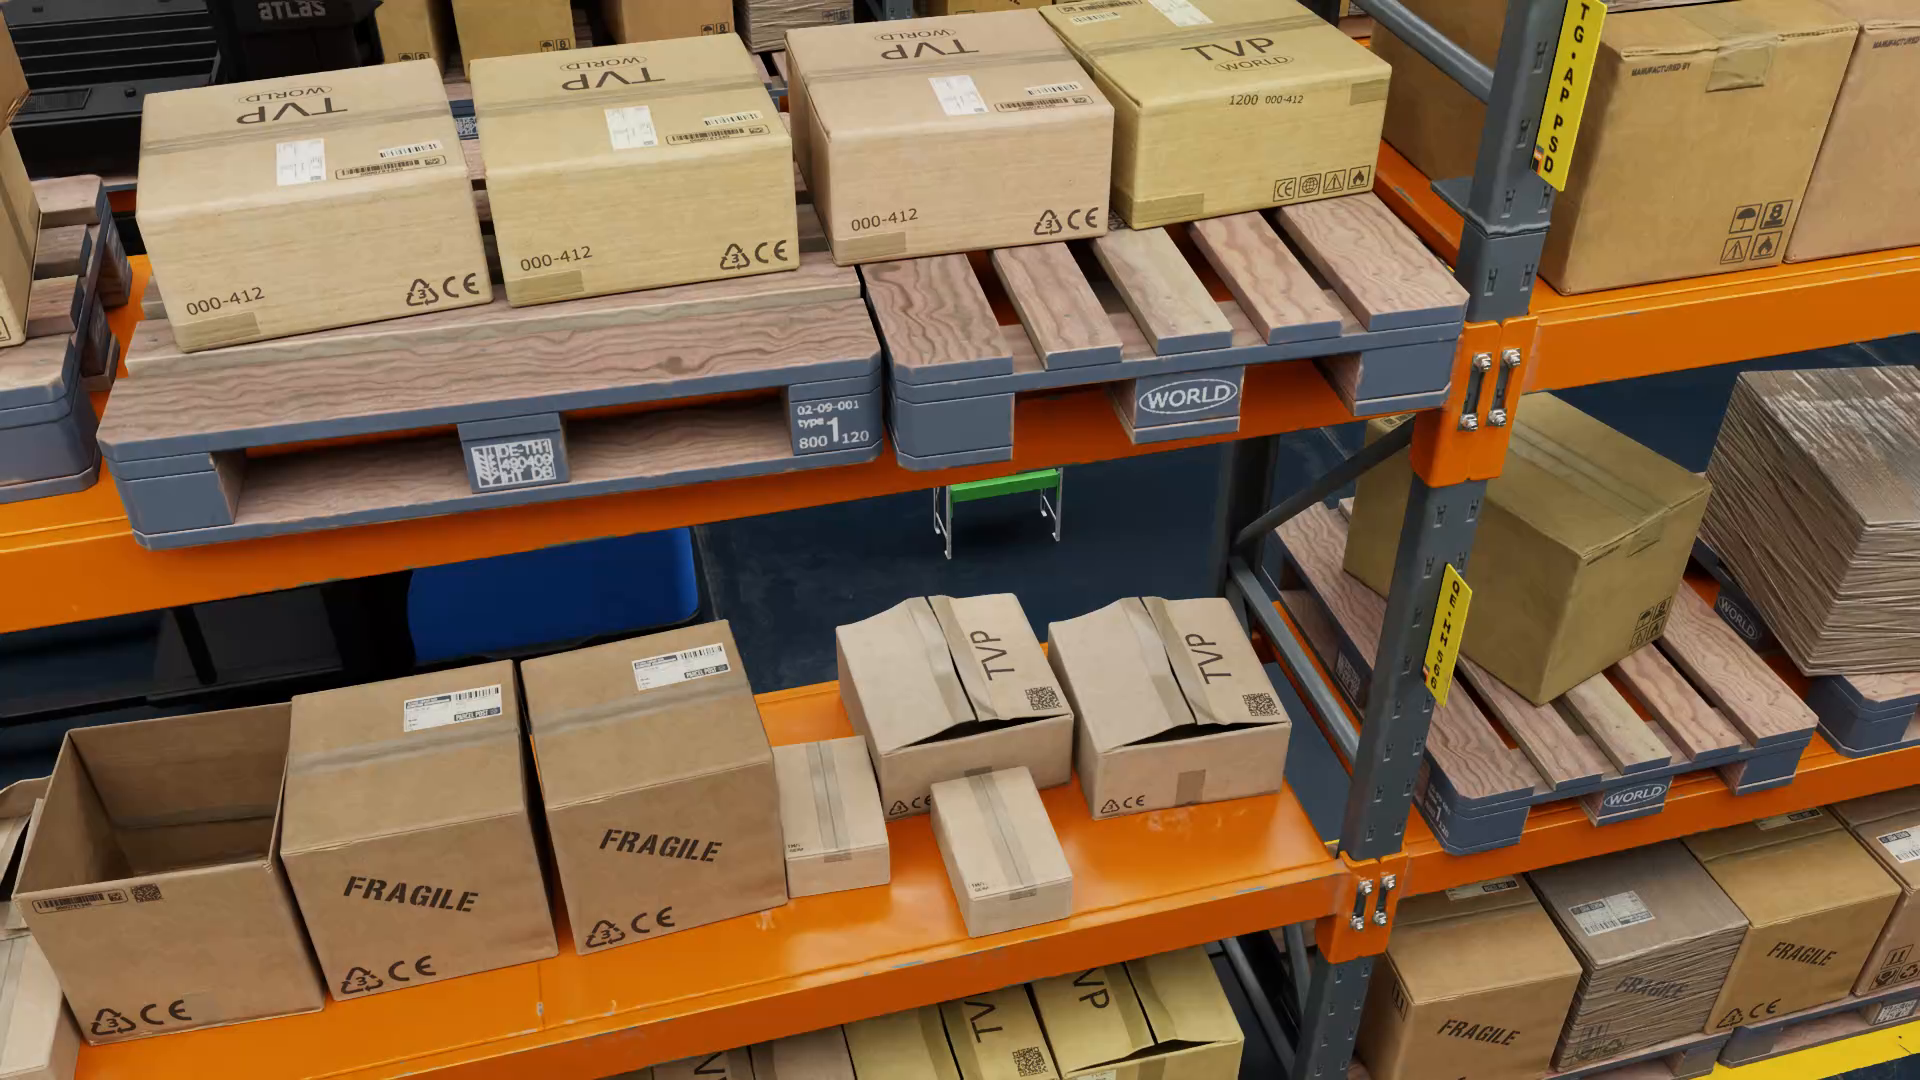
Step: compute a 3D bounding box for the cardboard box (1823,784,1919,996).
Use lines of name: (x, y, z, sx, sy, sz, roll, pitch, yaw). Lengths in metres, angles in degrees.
cardboard box: (2.897, 1.007, 5.160, 0.500, 0.500, 0.500, -11, 39, -13)

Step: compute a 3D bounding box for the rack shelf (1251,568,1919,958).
rack shelf: (2.822, 0.311, 4.967, 4.000, 0.370, 1.077, -9, 38, -12)

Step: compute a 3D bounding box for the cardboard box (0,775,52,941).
cardboard box: (-2.169, 0.782, 3.870, 0.258, 0.266, 0.396, -10, 39, -13)

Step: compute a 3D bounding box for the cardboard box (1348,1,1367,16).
cardboard box: (2.101, -2.981, 8.334, 0.500, 0.500, 0.500, -9, 38, -12)

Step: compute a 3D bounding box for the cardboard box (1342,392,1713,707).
cardboard box: (1.470, -0.031, 4.393, 0.500, 0.500, 0.700, -23, 43, -27)

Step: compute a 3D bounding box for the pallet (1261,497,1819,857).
pallet: (1.527, 0.269, 4.587, 1.003, 0.211, 1.213, -9, 38, -12)

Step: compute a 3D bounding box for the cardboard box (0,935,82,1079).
cardboard box: (-2.062, 1.055, 3.609, 0.250, 0.149, 0.380, -9, 38, -12)

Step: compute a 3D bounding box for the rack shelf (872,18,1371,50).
rack shelf: (1.527, -2.594, 8.765, 4.000, 0.370, 1.077, -9, 38, -12)

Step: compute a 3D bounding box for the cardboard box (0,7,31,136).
cardboard box: (-1.821, -0.800, 2.518, 0.500, 0.500, 0.500, -6, 38, -8)

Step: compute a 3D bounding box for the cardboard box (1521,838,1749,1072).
cardboard box: (1.909, 1.169, 4.948, 0.500, 0.500, 0.500, -11, 39, -14)

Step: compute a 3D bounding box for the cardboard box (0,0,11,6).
cardboard box: (-3.765, -2.205, 7.219, 0.500, 0.500, 0.700, -9, 38, -12)

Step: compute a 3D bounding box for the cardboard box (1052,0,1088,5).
cardboard box: (0.640, -2.734, 8.011, 0.500, 0.500, 0.500, -8, 38, -10)

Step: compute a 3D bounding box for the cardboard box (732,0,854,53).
cardboard box: (-0.855, -2.698, 7.863, 0.500, 0.500, 0.700, -14, 40, -17)

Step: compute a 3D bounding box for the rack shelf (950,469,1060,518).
rack shelf: (0.160, -0.261, 7.104, 0.480, 0.148, 0.258, -9, 38, -12)

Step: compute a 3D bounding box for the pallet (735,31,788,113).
pallet: (-1.064, -2.312, 7.961, 1.003, 0.211, 1.213, -9, 38, -12)

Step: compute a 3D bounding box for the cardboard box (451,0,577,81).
cardboard box: (-2.052, -2.487, 7.588, 0.500, 0.500, 0.700, -9, 38, -12)

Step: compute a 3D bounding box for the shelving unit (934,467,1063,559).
shelving unit: (0.160, -0.503, 6.920, 0.503, 1.200, 0.258, -9, 38, -12)

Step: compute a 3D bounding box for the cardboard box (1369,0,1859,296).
cardboard box: (1.304, -0.978, 3.509, 0.500, 0.500, 0.910, -9, 38, -12)

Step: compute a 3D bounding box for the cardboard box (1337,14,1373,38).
cardboard box: (1.967, -2.710, 8.514, 0.250, 0.149, 0.380, -10, 39, -13)

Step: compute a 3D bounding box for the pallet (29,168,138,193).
pallet: (-3.490, -1.889, 7.409, 1.213, 0.211, 1.003, -9, 38, -12)

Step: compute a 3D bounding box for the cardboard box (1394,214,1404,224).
cardboard box: (2.007, -2.188, 9.065, 0.750, 0.750, 0.750, -8, 38, -11)

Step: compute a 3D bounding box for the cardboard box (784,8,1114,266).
cardboard box: (-0.033, -0.758, 3.082, 0.500, 0.250, 0.500, -8, 38, -11)

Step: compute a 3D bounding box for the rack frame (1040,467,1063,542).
rack frame: (0.395, -0.541, 6.970, 0.015, 1.200, 0.240, -9, 38, -12)

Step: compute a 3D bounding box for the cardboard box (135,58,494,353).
cardboard box: (-1.109, -0.590, 2.862, 0.500, 0.250, 0.500, -12, 39, -16)

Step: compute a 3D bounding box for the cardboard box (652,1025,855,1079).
cardboard box: (-0.538, 1.436, 4.360, 0.500, 0.311, 0.500, -10, 38, -12)

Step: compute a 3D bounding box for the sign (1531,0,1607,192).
sign: (1.028, -0.760, 2.815, 0.005, 0.325, 0.100, -9, 38, -12)

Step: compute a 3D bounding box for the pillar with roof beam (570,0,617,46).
pillar with roof beam: (-0.762, -2.722, 3.403, 0.400, 9.000, 9.100, -9, 38, -12)

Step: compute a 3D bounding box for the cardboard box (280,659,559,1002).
cardboard box: (-1.233, 0.661, 3.835, 0.500, 0.500, 0.500, -9, 38, -12)

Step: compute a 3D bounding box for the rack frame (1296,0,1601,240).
rack frame: (0.891, -2.041, 2.512, 0.127, 3.000, 1.000, -9, 38, -12)

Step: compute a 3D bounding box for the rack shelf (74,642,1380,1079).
rack shelf: (-1.040, 0.944, 4.139, 4.000, 0.370, 1.077, -9, 38, -12)

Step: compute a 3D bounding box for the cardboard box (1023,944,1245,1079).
cardboard box: (0.450, 1.272, 4.575, 0.500, 0.311, 0.500, -8, 38, -11)

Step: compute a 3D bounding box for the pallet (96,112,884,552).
pallet: (-0.819, -0.436, 3.038, 1.213, 0.211, 1.003, -8, 38, -10)

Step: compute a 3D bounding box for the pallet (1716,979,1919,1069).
pallet: (2.797, 1.162, 5.557, 1.213, 0.211, 1.003, -9, 38, -12)

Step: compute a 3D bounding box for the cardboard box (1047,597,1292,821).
cardboard box: (0.529, 0.409, 4.320, 0.500, 0.311, 0.500, -7, 38, -9)

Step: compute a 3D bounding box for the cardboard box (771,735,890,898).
cardboard box: (-0.325, 0.676, 4.104, 0.250, 0.149, 0.380, -7, 38, -9)

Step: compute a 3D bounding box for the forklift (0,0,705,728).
forklift: (-2.569, -0.699, 5.751, 3.031, 2.935, 1.130, -9, 38, -11)
